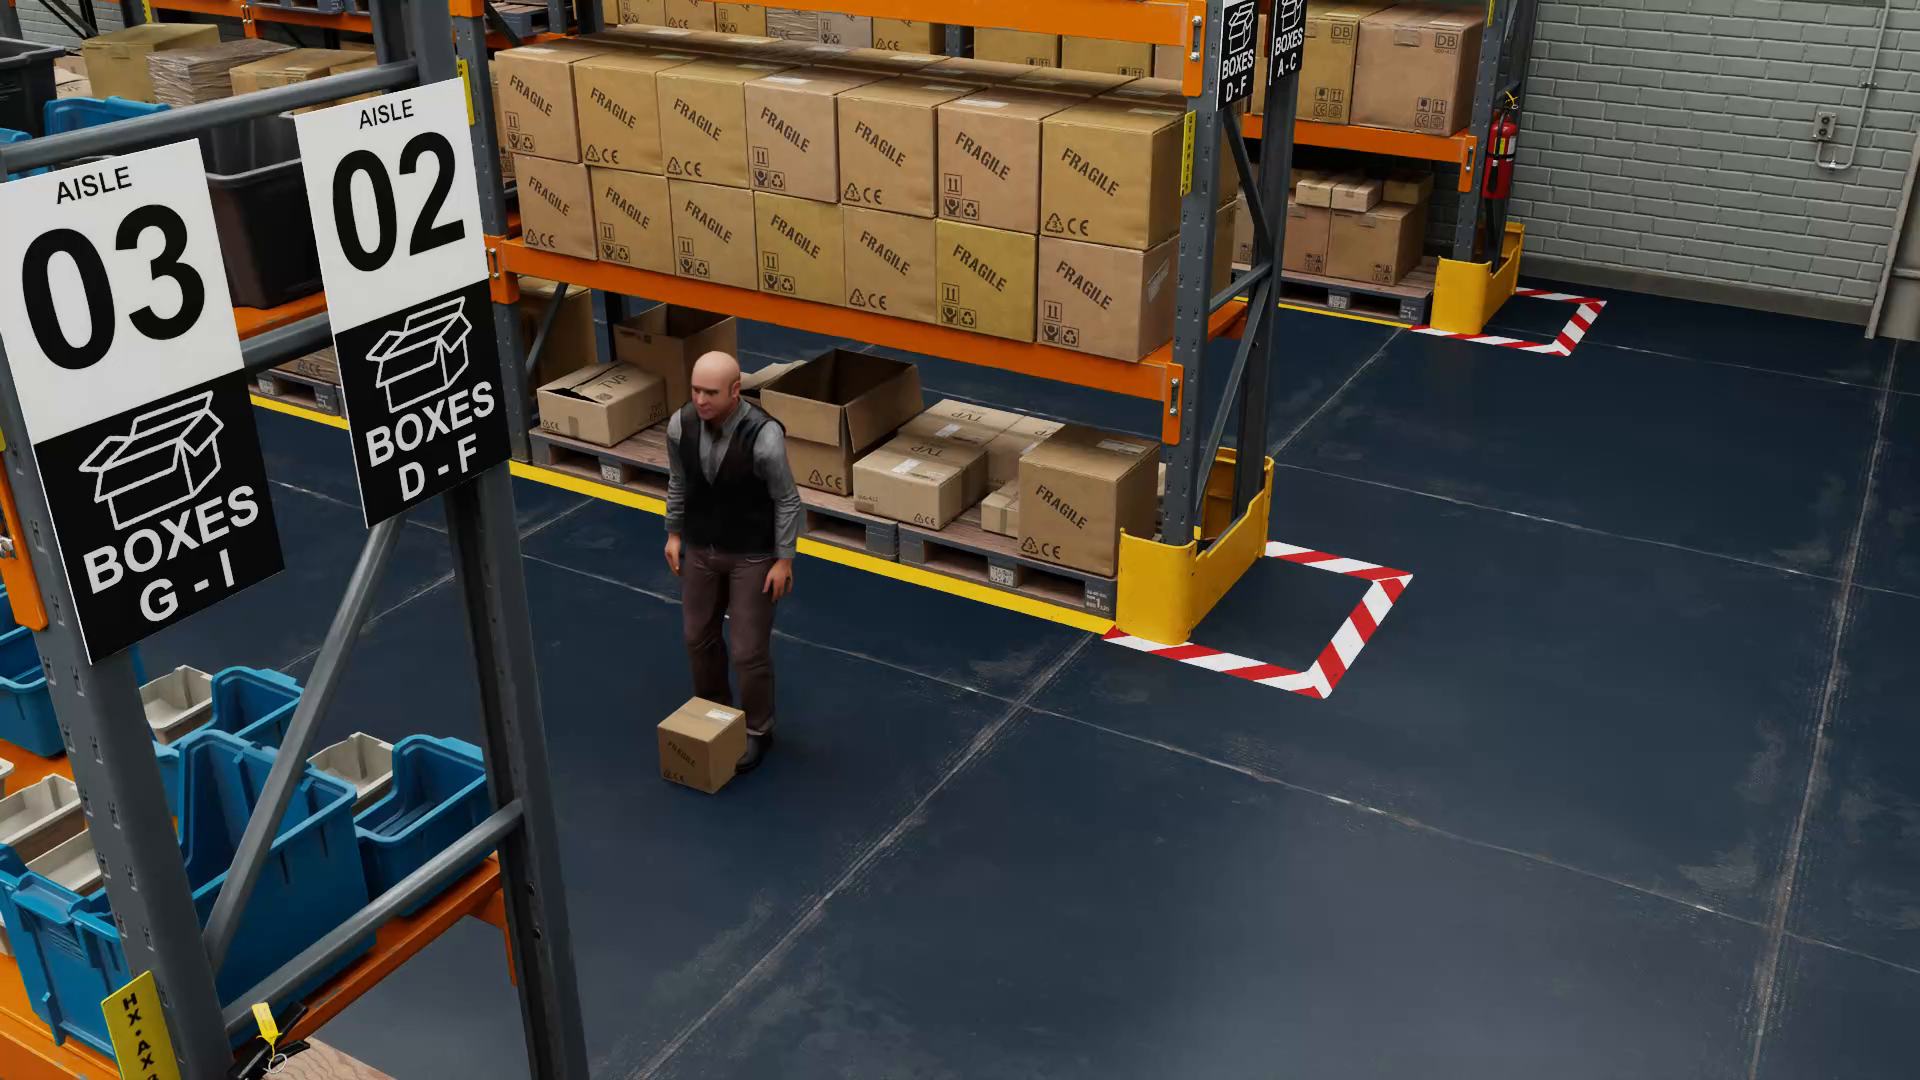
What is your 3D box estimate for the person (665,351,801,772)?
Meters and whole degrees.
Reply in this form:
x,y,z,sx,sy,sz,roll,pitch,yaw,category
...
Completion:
x,y,z,sx,sy,sz,roll,pitch,yaw,category
-0.901,0.060,6.521,0.585,1.719,0.475,12,29,23,person
